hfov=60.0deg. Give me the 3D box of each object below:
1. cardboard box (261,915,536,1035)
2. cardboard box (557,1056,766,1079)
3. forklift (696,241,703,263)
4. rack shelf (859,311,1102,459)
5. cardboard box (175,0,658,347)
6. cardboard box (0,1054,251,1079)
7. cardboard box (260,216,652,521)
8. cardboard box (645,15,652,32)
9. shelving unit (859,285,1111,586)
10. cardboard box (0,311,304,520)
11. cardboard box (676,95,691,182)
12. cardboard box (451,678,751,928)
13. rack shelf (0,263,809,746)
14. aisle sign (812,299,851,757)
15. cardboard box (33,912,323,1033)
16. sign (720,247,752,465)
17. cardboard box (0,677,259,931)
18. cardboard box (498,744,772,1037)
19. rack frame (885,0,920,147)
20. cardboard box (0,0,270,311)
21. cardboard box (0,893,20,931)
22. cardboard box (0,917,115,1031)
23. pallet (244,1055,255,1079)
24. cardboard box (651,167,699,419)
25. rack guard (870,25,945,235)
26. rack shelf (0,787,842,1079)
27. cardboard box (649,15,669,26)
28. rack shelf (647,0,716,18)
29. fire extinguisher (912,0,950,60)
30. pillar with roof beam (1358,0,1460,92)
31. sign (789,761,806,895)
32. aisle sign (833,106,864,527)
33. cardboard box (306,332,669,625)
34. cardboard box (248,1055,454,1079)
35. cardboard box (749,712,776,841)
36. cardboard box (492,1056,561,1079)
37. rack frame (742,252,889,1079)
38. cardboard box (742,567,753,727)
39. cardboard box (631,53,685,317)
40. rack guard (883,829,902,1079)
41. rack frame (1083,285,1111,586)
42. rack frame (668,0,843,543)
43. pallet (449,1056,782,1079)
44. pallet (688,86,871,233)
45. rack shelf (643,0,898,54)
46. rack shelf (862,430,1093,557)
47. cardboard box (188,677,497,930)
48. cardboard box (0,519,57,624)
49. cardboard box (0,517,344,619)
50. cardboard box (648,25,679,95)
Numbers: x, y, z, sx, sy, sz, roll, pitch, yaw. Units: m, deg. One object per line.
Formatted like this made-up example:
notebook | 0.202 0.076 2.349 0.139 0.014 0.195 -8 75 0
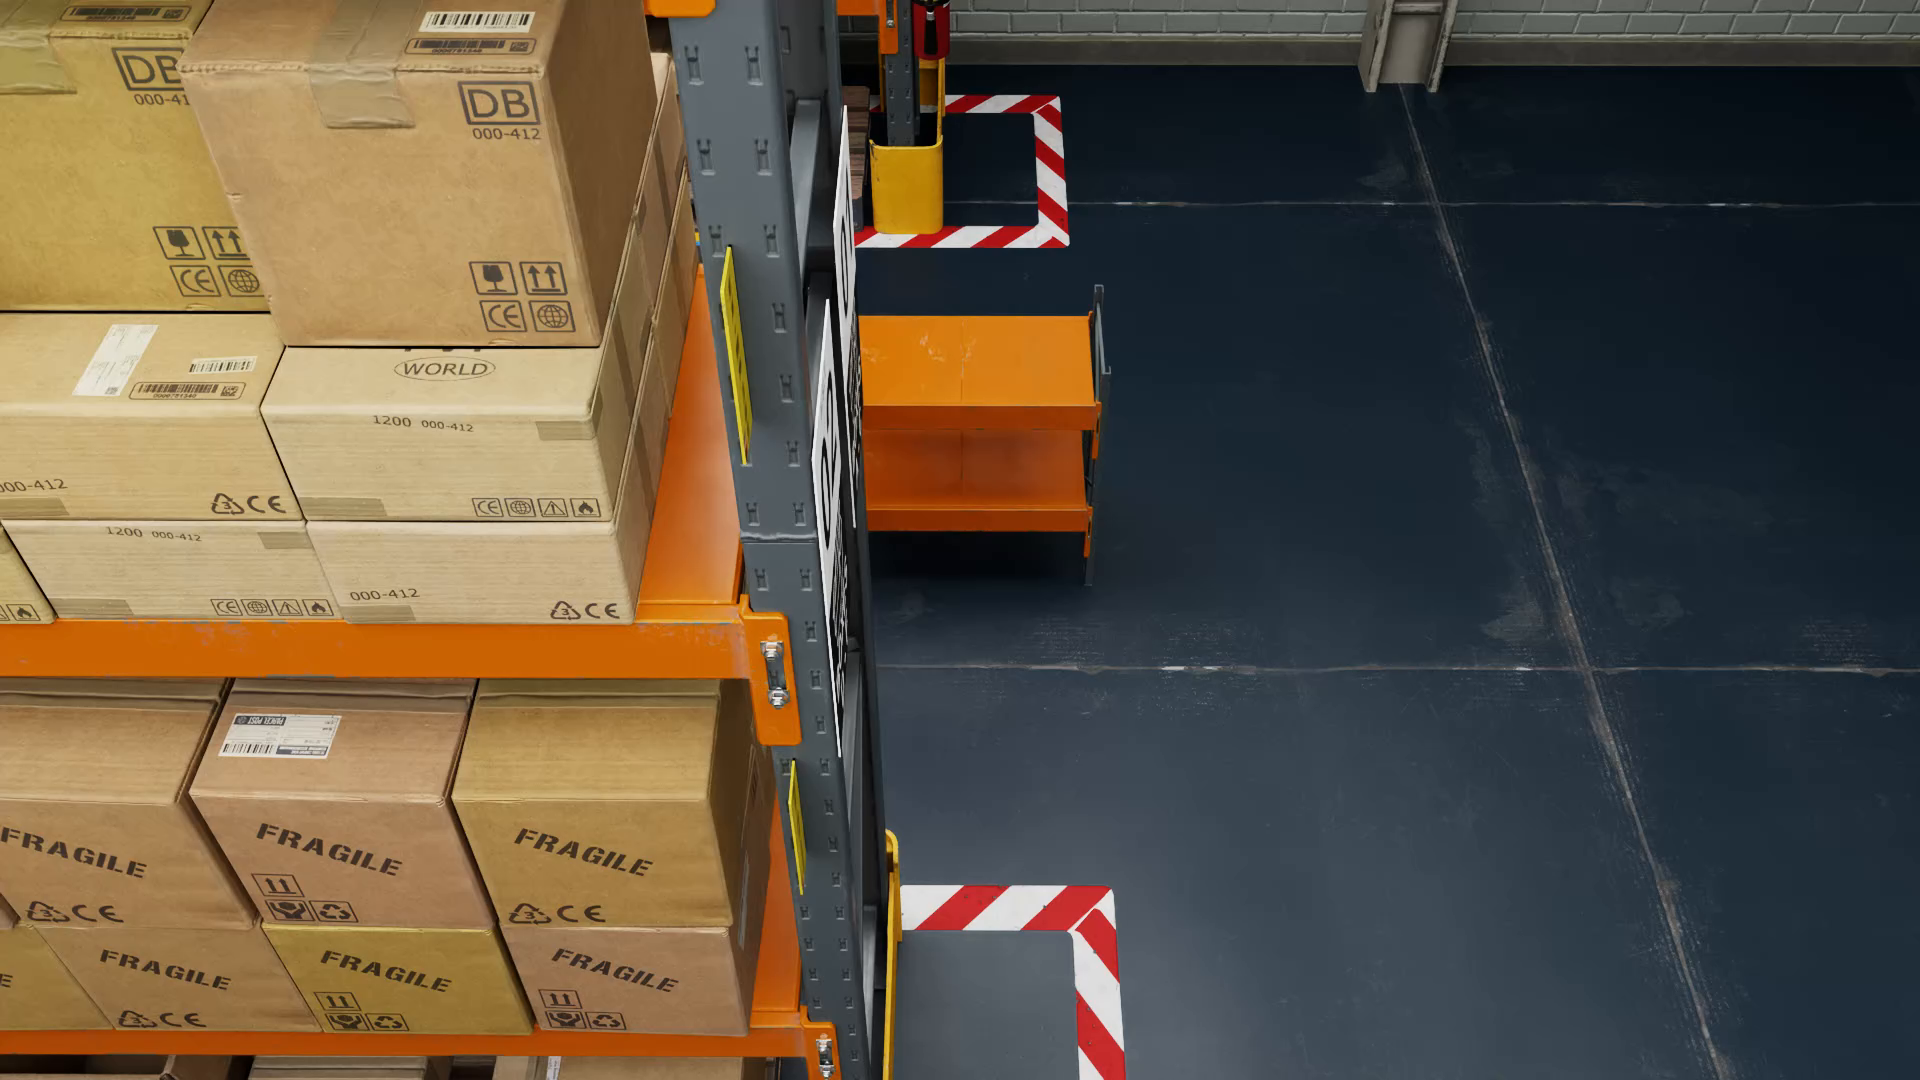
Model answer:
cardboard box | -1.262 0.826 3.944 0.500 0.500 0.500 1 47 0
cardboard box | -0.839 1.542 4.754 0.500 0.500 0.500 0 47 0
forklift | -2.157 -1.123 5.873 3.031 2.935 1.130 2 47 2
rack shelf | 0.007 -0.583 6.205 1.000 0.278 0.538 0 47 0
cardboard box | -0.808 -0.725 2.656 0.500 0.500 0.700 0 47 0
cardboard box | -2.416 1.352 4.928 0.637 0.503 0.797 0 47 0
cardboard box | -0.809 -0.295 2.768 0.500 0.250 0.500 0 47 0
cardboard box | -1.611 -2.554 8.136 0.250 0.149 0.380 1 47 0
shelving unit | 0.007 -0.383 6.419 1.048 1.125 0.538 0 47 0
cardboard box | -1.309 -0.296 2.769 0.500 0.250 0.500 0 47 0
cardboard box | -1.481 -2.186 8.237 0.500 0.500 0.700 0 47 0
cardboard box | -0.741 0.486 3.577 0.500 0.500 0.500 0 47 0
rack shelf | -2.295 -0.121 3.337 4.000 0.370 1.077 0 47 0
aisle sign | -0.228 0.000 3.006 0.004 0.787 0.394 0 47 0
cardboard box | -1.761 0.821 3.949 0.500 0.500 0.500 0 47 0
sign | -0.317 -0.256 2.366 0.005 0.325 0.100 0 47 0
cardboard box | -1.764 0.488 3.576 0.500 0.500 0.500 1 47 1
cardboard box | -0.744 0.825 3.945 0.500 0.500 0.500 1 47 1
rack frame | -0.280 -2.965 7.541 0.127 3.000 1.000 0 47 0
cardboard box | -1.308 -0.788 2.715 0.500 0.500 0.700 0 47 0
cardboard box | -2.278 0.486 3.578 0.500 0.500 0.500 1 47 1
cardboard box | -2.265 0.819 3.951 0.500 0.500 0.500 0 47 0
pallet | -2.385 1.604 5.194 1.213 0.211 1.003 0 47 0
cardboard box | -0.807 -0.497 3.298 0.500 0.250 0.500 0 47 0
rack guard | -0.256 -2.113 8.456 0.348 0.500 1.175 0 47 0
rack shelf | -2.295 0.901 4.435 4.000 0.370 1.077 0 47 0
cardboard box | -1.361 -2.553 8.135 0.250 0.149 0.380 0 47 0
rack shelf | -2.295 -1.142 2.240 4.000 0.370 1.077 0 47 0
fire extinguisher | -0.131 -2.473 7.391 0.183 0.674 0.296 0 47 0
pillar with roof beam | 2.407 -2.484 2.995 0.400 9.000 9.100 0 47 0
sign | -0.317 0.565 3.249 0.005 0.325 0.100 0 47 0
aisle sign | -0.225 -0.439 3.415 0.004 0.787 0.394 0 47 0
cardboard box | -0.809 -0.118 2.945 0.500 0.250 0.500 0 47 0
cardboard box | -1.789 1.602 4.868 0.500 0.250 0.500 0 47 0
cardboard box | -0.737 0.433 4.310 0.500 0.500 0.500 1 47 1
cardboard box | -1.244 1.588 4.938 0.250 0.166 0.380 0 47 0
rack frame | -0.295 0.661 4.166 0.127 3.000 1.000 0 47 0
cardboard box | -0.737 0.092 3.944 0.500 0.500 0.500 1 47 1
cardboard box | -0.807 -0.672 3.119 0.500 0.250 0.500 0 47 0
rack guard | -0.371 1.513 5.081 0.348 0.500 1.175 0 47 0
rack frame | 0.515 -0.382 6.418 0.032 1.125 0.500 0 47 0
rack frame | -0.295 -1.383 1.970 0.127 3.000 1.000 0 47 0
pallet | -1.168 1.610 5.189 1.213 0.211 1.003 0 47 0
pallet | -1.080 -1.960 8.511 1.213 0.211 1.003 0 47 0
rack shelf | -2.280 -2.725 7.810 4.000 0.370 1.077 0 47 0
rack shelf | 0.007 -0.217 6.598 1.000 0.278 0.538 0 47 0
cardboard box | -1.246 0.486 3.578 0.500 0.500 0.500 1 47 1
cardboard box | -1.809 -0.119 2.946 0.500 0.250 0.500 0 47 0
cardboard box | -1.309 -0.128 2.954 0.500 0.250 0.500 0 47 0
cardboard box | -1.365 -2.273 7.875 0.250 0.149 0.380 1 47 1
